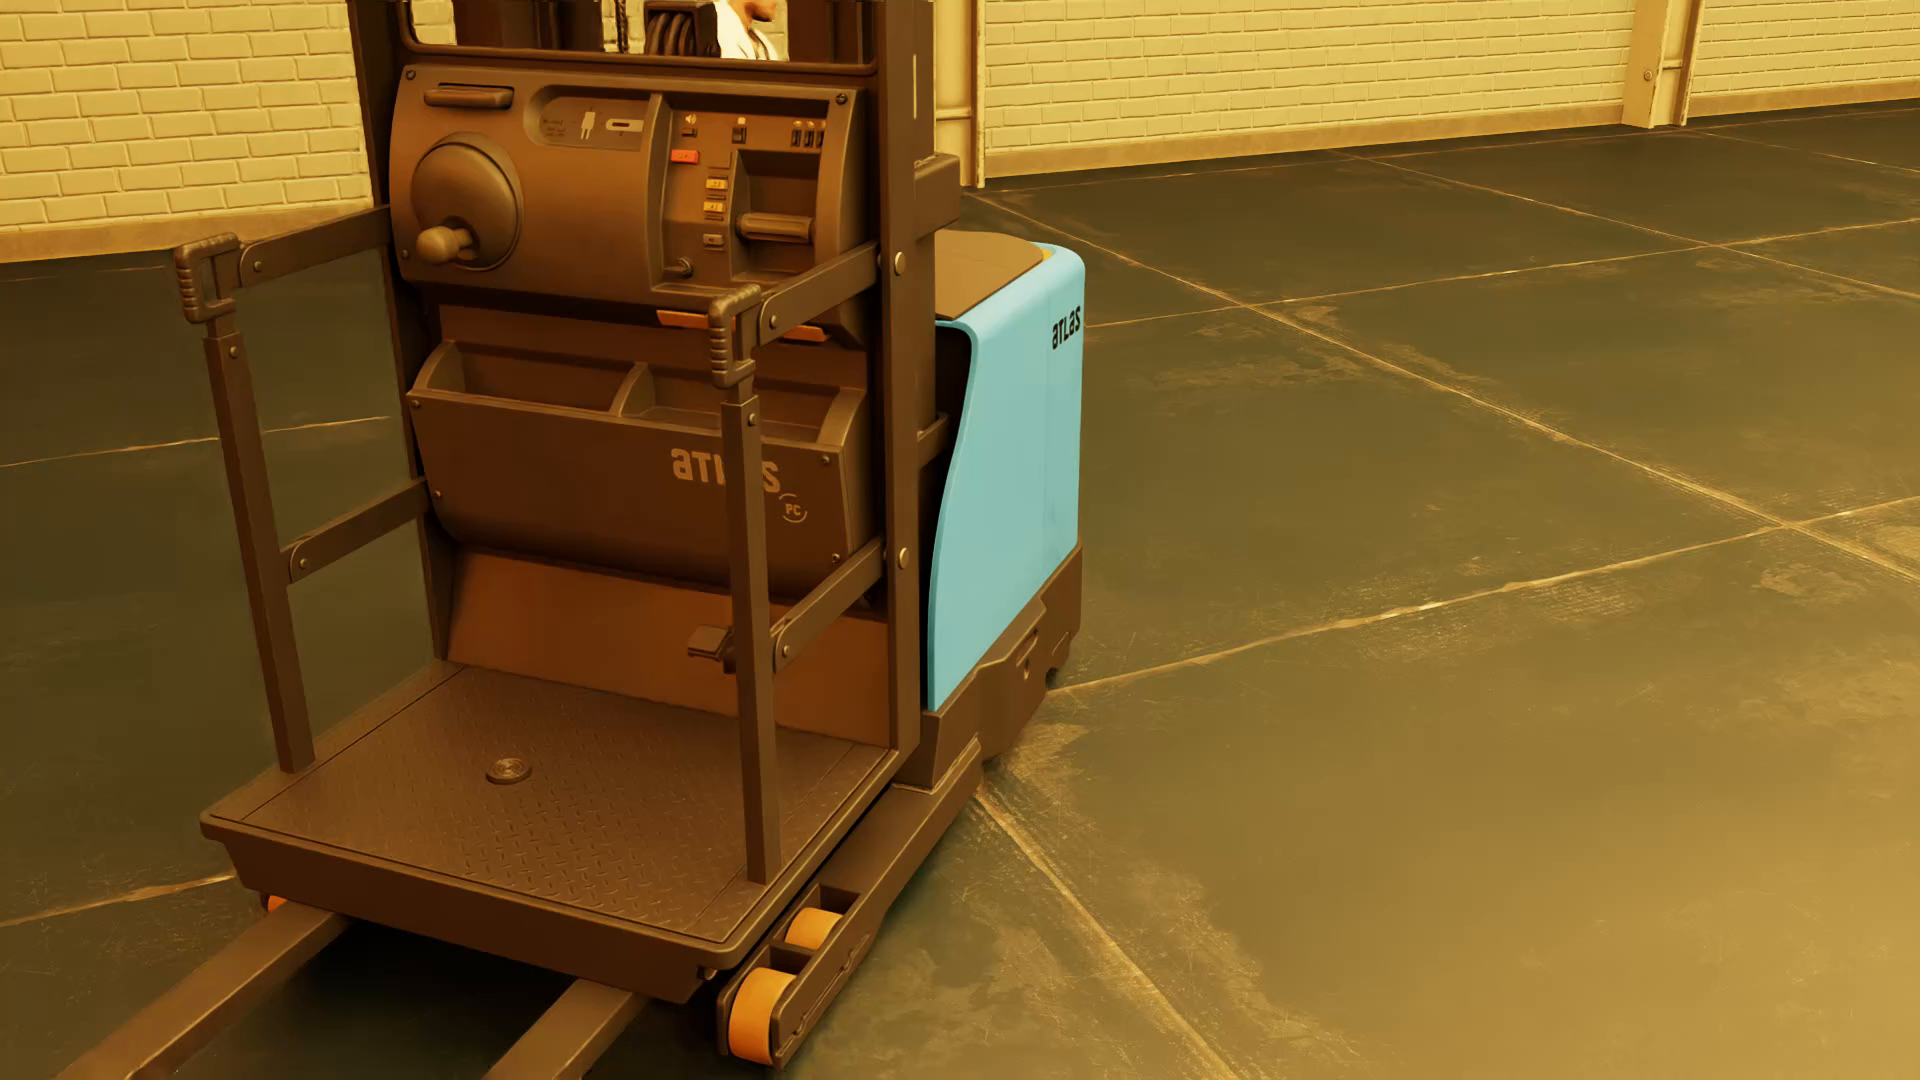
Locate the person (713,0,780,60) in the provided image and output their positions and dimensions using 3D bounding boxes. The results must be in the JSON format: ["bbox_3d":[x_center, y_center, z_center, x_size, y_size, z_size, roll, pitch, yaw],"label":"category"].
[{"bbox_3d":[-0.763,-1.022,5.371,0.509,1.751,0.930,7,23,16],"label":"person"}]

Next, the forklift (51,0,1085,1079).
[{"bbox_3d":[-0.693,-0.619,2.776,1.130,2.935,3.031,9,24,20],"label":"forklift"}]
